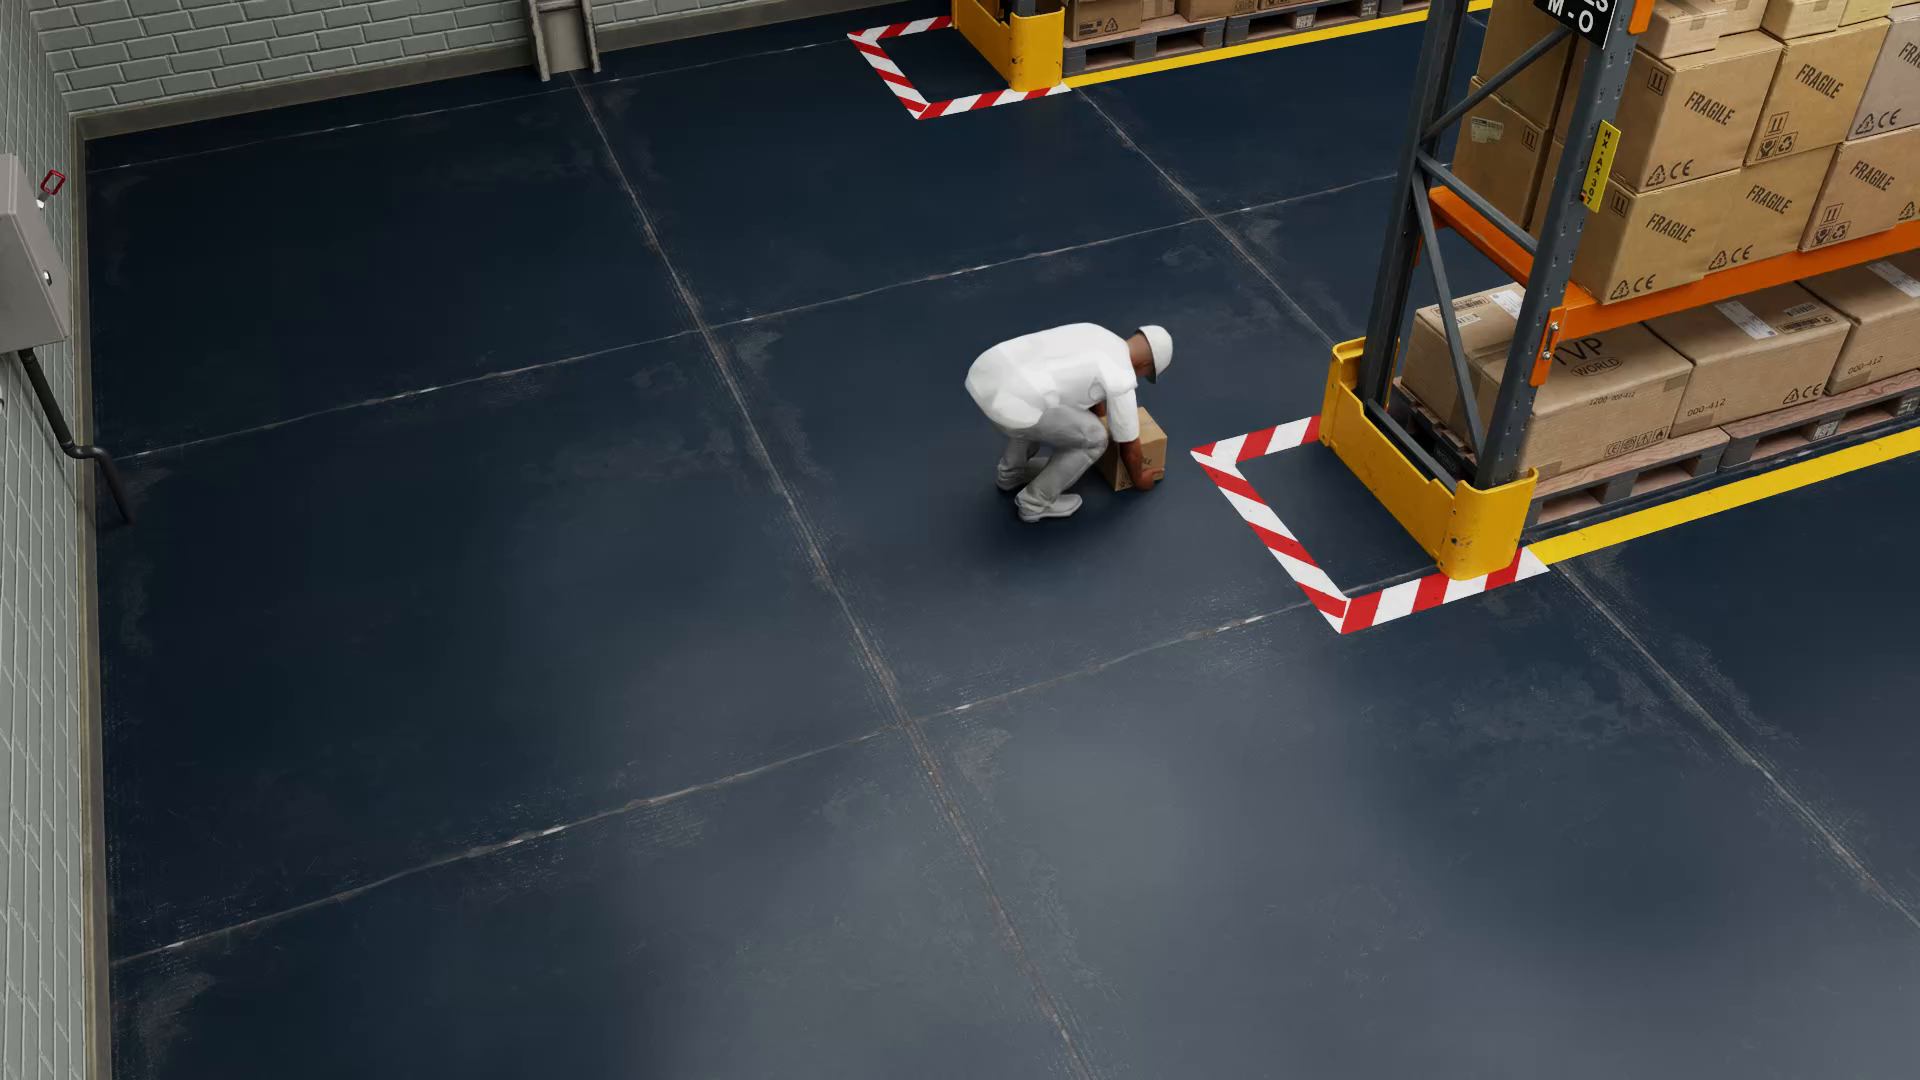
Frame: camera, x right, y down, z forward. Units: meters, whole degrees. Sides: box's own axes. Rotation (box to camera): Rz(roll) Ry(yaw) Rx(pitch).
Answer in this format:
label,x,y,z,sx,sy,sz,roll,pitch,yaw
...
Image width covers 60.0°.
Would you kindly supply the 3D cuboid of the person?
label,x,y,z,sx,sy,sz,roll,pitch,yaw
person,0.504,-0.574,7.489,0.980,0.874,0.515,-17,44,-18
